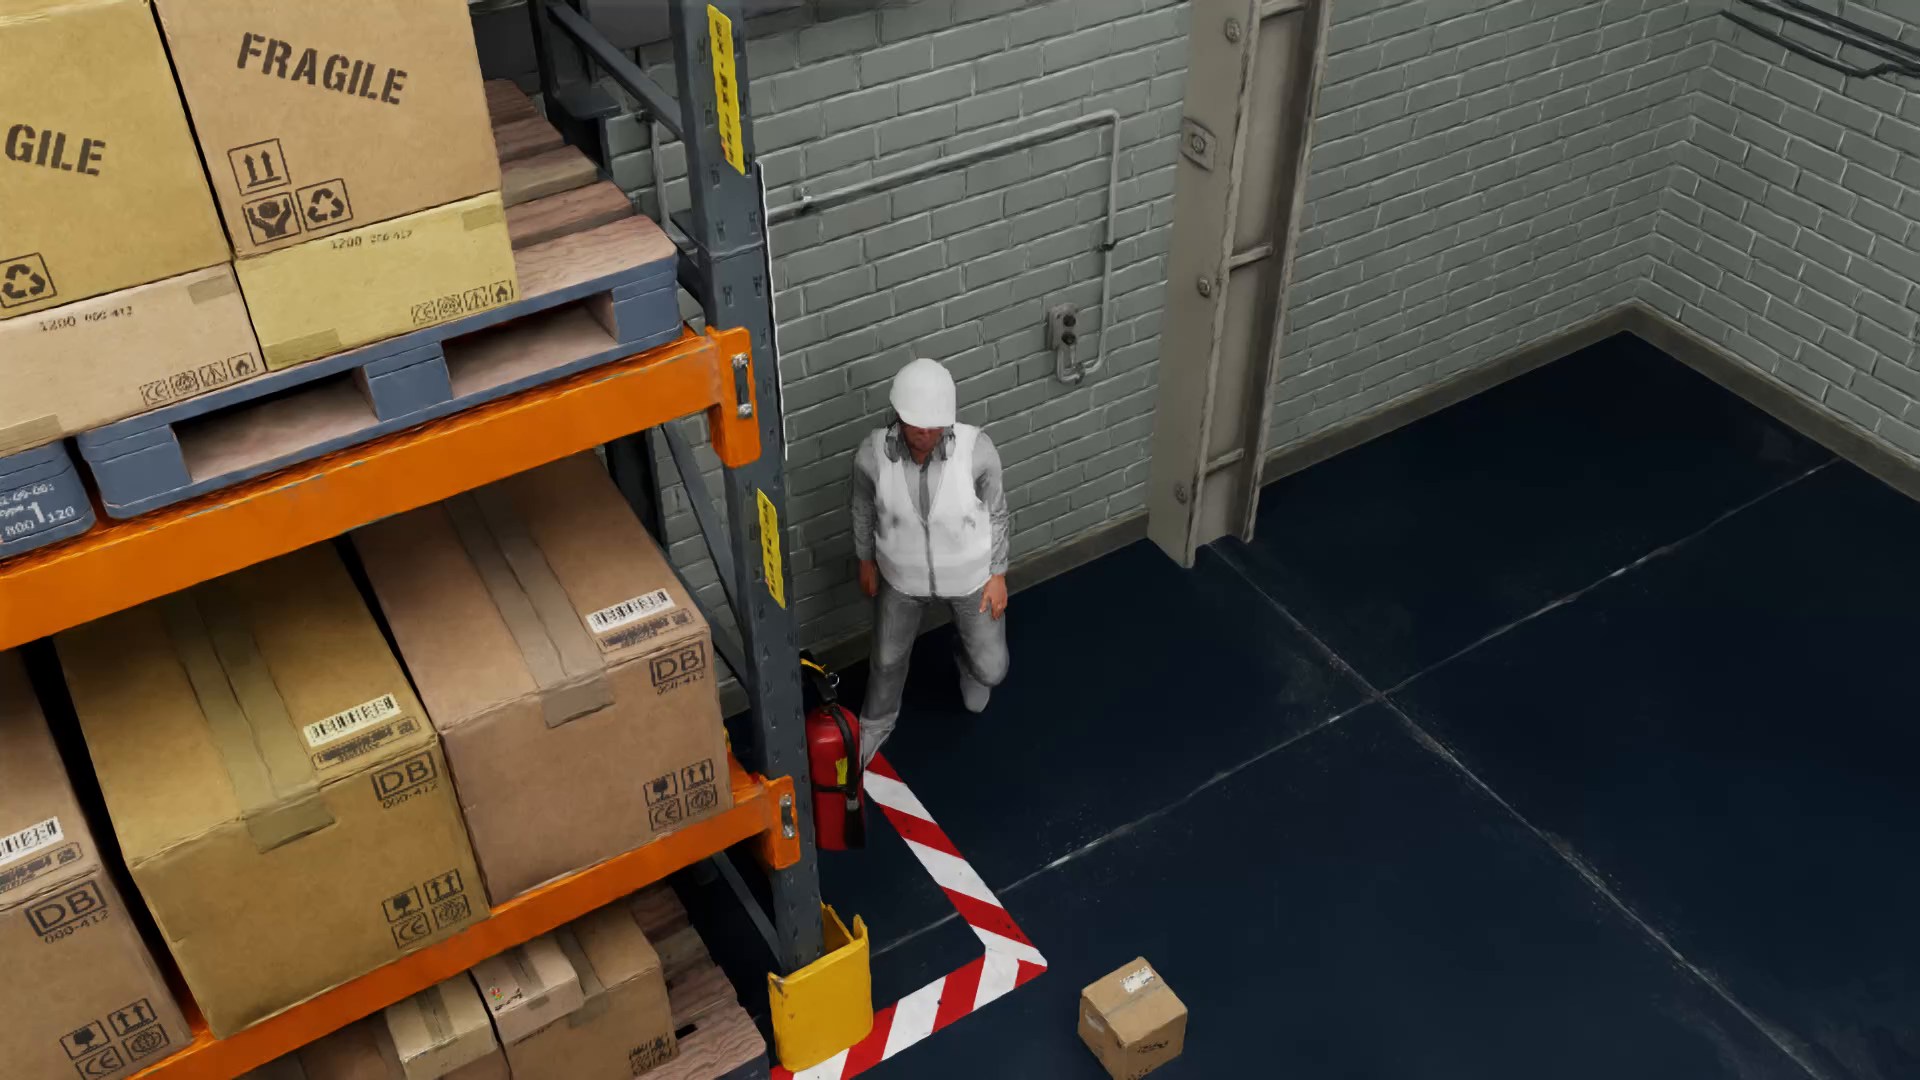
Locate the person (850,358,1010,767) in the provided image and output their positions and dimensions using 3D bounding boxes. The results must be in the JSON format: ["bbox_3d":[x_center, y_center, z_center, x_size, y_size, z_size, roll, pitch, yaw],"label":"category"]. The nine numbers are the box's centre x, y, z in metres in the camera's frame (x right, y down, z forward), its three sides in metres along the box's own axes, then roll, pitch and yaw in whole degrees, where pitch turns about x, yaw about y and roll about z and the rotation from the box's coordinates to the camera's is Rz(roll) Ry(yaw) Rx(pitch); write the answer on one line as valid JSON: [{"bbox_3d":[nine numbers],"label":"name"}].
[{"bbox_3d":[-0.132,0.074,6.022,0.654,1.769,0.553,3,41,3],"label":"person"}]
